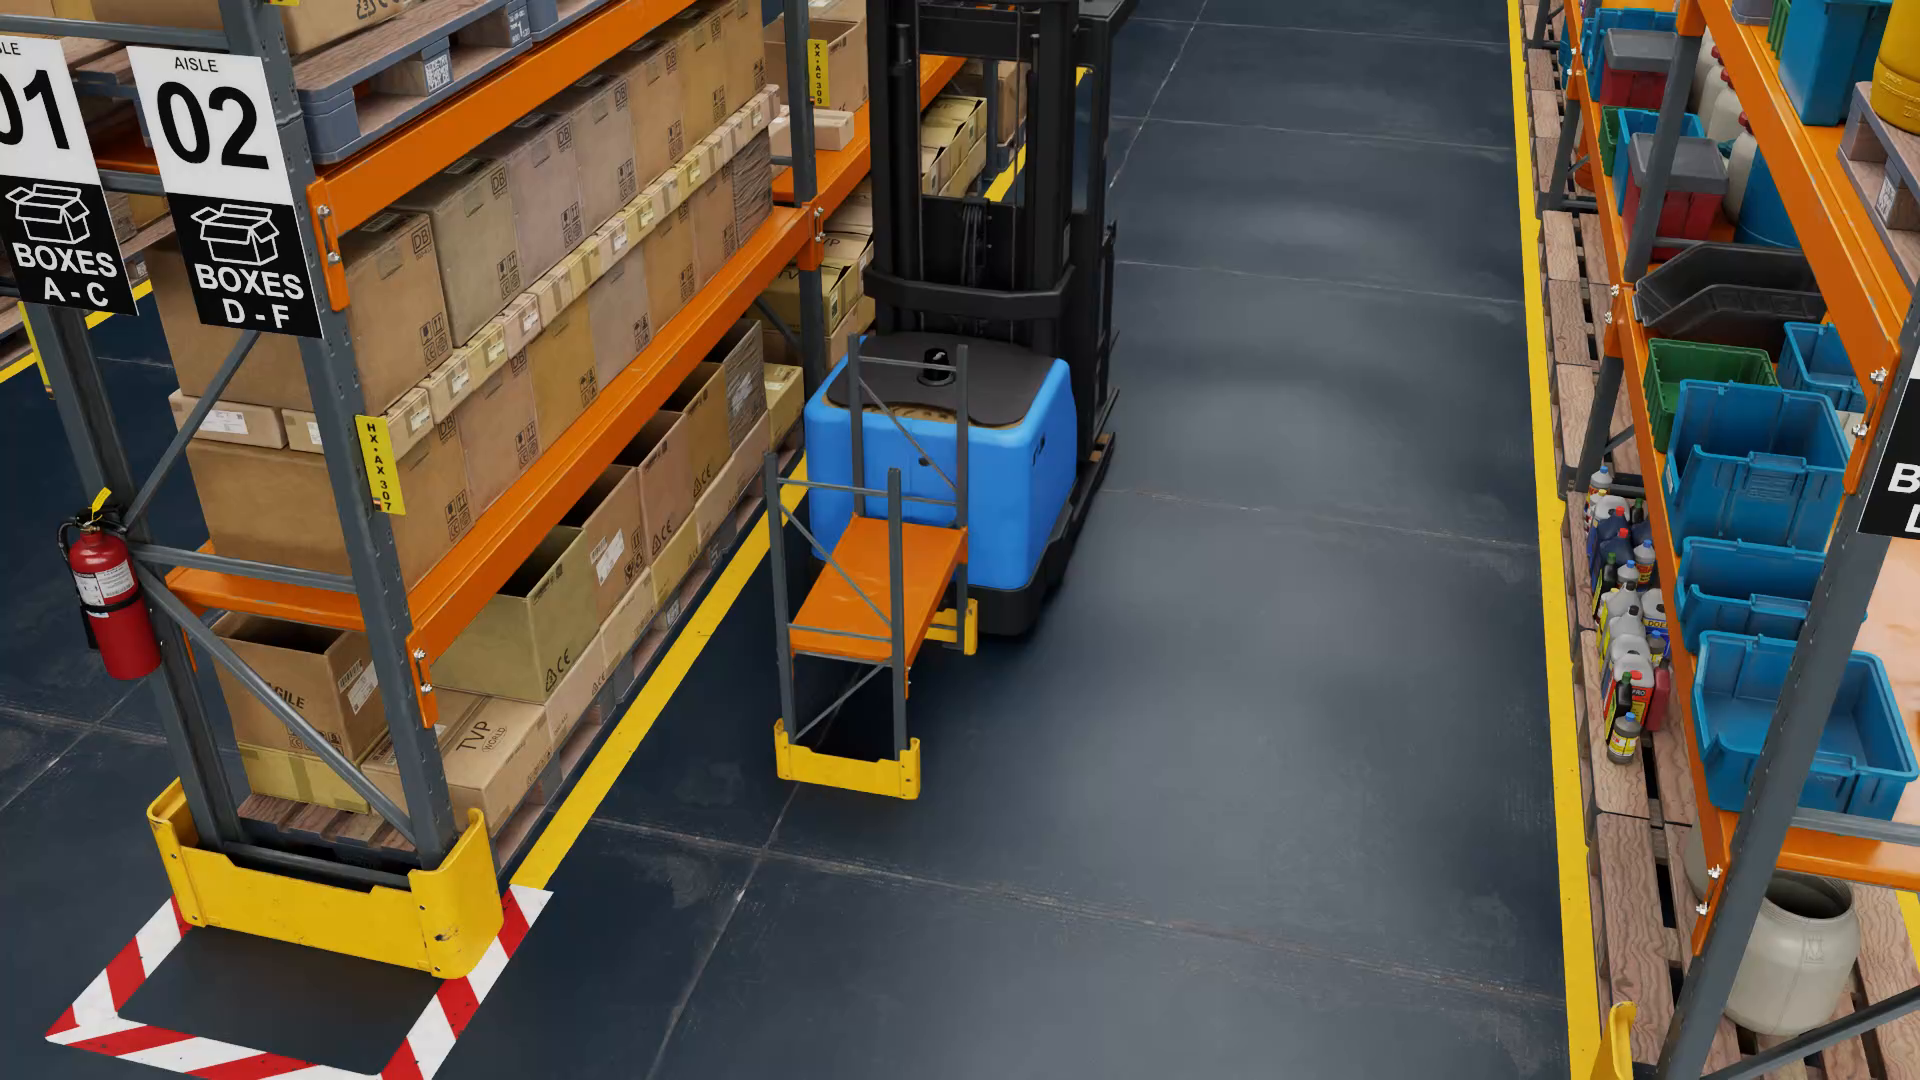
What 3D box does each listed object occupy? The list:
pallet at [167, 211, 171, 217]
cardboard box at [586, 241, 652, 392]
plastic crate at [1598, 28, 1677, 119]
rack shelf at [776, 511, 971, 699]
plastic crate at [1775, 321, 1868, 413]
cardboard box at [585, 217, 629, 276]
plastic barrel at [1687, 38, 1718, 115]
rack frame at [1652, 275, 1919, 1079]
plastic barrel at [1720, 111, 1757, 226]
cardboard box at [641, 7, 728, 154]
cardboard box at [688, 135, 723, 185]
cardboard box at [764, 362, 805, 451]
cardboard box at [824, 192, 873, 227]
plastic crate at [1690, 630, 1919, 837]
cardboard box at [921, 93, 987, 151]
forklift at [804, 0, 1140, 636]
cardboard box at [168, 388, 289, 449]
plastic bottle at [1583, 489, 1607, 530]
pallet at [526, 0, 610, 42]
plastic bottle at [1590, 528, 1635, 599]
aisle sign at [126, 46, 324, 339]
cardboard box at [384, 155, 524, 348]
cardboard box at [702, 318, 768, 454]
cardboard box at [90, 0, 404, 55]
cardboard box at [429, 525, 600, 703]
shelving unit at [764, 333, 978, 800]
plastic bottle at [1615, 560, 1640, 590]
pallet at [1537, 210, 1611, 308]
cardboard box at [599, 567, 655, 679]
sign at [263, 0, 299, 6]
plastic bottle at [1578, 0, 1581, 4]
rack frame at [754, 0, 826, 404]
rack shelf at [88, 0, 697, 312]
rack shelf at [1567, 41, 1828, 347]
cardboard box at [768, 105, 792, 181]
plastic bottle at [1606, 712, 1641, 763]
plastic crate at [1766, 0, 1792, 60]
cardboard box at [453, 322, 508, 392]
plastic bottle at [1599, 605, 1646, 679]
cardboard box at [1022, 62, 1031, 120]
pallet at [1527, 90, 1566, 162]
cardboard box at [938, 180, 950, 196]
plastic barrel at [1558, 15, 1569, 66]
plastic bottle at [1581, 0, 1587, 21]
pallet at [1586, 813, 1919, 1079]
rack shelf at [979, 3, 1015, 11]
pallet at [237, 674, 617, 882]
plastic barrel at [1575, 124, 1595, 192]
[{"bbox_3d":[-5.523,-2.510,12.002,1.003,0.211,1.213,8,33,12],"label":"pallet"},{"bbox_3d":[-1.728,-0.986,6.912,0.700,0.500,0.500,9,34,14],"label":"cardboard box"},{"bbox_3d":[3.865,-2.605,9.492,0.402,0.464,0.583,8,33,12],"label":"plastic crate"},{"bbox_3d":[-0.333,0.243,6.805,0.538,0.185,1.000,7,33,12],"label":"rack shelf"},{"bbox_3d":[3.538,-0.625,6.576,0.499,0.251,0.616,8,33,12],"label":"plastic crate"},{"bbox_3d":[-1.550,-1.188,6.624,0.380,0.149,0.250,8,33,13],"label":"cardboard box"},{"bbox_3d":[4.410,-2.640,9.503,0.421,0.512,0.421,0,32,0],"label":"plastic barrel"},{"bbox_3d":[2.544,0.777,4.232,0.949,2.616,0.053,8,33,12],"label":"rack frame"},{"bbox_3d":[4.011,-1.823,8.195,0.433,0.535,0.433,0,32,0],"label":"plastic barrel"},{"bbox_3d":[-1.468,-2.072,7.410,0.700,0.500,0.500,8,33,12],"label":"cardboard box"},{"bbox_3d":[-1.290,-1.720,7.462,0.380,0.149,0.250,8,33,12],"label":"cardboard box"},{"bbox_3d":[-1.140,-0.722,8.761,0.500,0.250,0.500,8,33,12],"label":"cardboard box"},{"bbox_3d":[-0.626,-1.937,10.150,0.500,0.311,0.500,7,33,11],"label":"cardboard box"},{"bbox_3d":[2.379,0.539,4.745,0.499,0.251,0.616,8,33,12],"label":"plastic crate"},{"bbox_3d":[-0.114,-2.999,11.821,0.500,0.311,0.500,9,34,14],"label":"cardboard box"},{"bbox_3d":[0.201,-1.592,8.022,1.130,2.935,3.031,9,33,13],"label":"forklift"},{"bbox_3d":[-2.337,-0.440,5.448,0.380,0.149,0.250,7,33,12],"label":"cardboard box"},{"bbox_3d":[3.025,-0.145,7.881,0.097,0.201,0.097,0,32,0],"label":"plastic bottle"},{"bbox_3d":[-1.737,-2.127,6.086,1.003,0.211,1.213,8,33,12],"label":"pallet"},{"bbox_3d":[2.902,0.093,7.366,0.144,0.351,0.185,7,33,10],"label":"plastic bottle"},{"bbox_3d":[-1.970,-0.921,4.480,0.394,0.787,0.004,8,33,12],"label":"aisle sign"},{"bbox_3d":[-1.977,-1.031,5.773,0.700,0.500,0.500,7,33,11],"label":"cardboard box"},{"bbox_3d":[-1.279,-0.780,8.154,0.500,0.500,0.500,8,33,12],"label":"cardboard box"},{"bbox_3d":[-2.099,-1.743,4.782,0.797,0.503,0.637,10,34,16],"label":"cardboard box"},{"bbox_3d":[-1.773,0.259,6.519,0.500,0.500,0.500,8,33,12],"label":"cardboard box"},{"bbox_3d":[-0.331,0.087,6.716,0.587,1.500,1.083,7,33,12],"label":"shelving unit"},{"bbox_3d":[2.901,0.208,7.259,0.097,0.271,0.097,0,32,0],"label":"plastic bottle"},{"bbox_3d":[4.337,-1.801,10.887,1.003,0.211,1.213,8,33,12],"label":"pallet"},{"bbox_3d":[-1.647,0.316,7.128,0.500,0.250,0.500,8,33,12],"label":"cardboard box"},{"bbox_3d":[-1.714,-1.489,4.112,0.100,0.325,0.005,8,33,12],"label":"sign"},{"bbox_3d":[4.441,-3.888,11.755,0.097,0.201,0.097,0,32,0],"label":"plastic bottle"},{"bbox_3d":[-1.234,-1.975,8.561,1.000,3.000,0.127,8,33,12],"label":"rack frame"},{"bbox_3d":[-1.742,-1.900,6.317,1.077,0.370,4.000,8,33,12],"label":"rack shelf"},{"bbox_3d":[4.064,-2.033,9.323,1.077,0.370,4.000,8,33,12],"label":"rack shelf"},{"bbox_3d":[-1.151,-2.174,9.013,0.500,0.250,0.500,10,34,15],"label":"cardboard box"},{"bbox_3d":[2.583,0.759,6.458,0.097,0.201,0.097,0,32,0],"label":"plastic bottle"},{"bbox_3d":[2.892,-1.694,5.520,0.336,0.188,0.450,8,33,12],"label":"plastic crate"},{"bbox_3d":[-1.812,-0.657,5.789,0.380,0.149,0.250,8,33,13],"label":"cardboard box"},{"bbox_3d":[2.747,0.411,6.867,0.144,0.351,0.185,9,34,14],"label":"plastic bottle"},{"bbox_3d":[0.300,-3.652,13.118,0.500,0.500,0.500,7,33,11],"label":"cardboard box"},{"bbox_3d":[5.043,-3.244,13.156,1.003,0.211,1.213,8,33,12],"label":"pallet"},{"bbox_3d":[-0.375,-2.233,11.138,0.500,0.250,0.500,9,33,13],"label":"cardboard box"},{"bbox_3d":[5.432,-4.462,14.038,0.600,0.901,0.708,8,33,12],"label":"plastic barrel"},{"bbox_3d":[4.320,-3.713,11.404,0.061,0.283,0.133,8,33,12],"label":"plastic bottle"},{"bbox_3d":[2.726,1.487,5.715,1.003,0.211,1.213,8,33,12],"label":"pallet"},{"bbox_3d":[0.289,-4.785,13.652,1.077,0.370,4.000,8,33,12],"label":"rack shelf"},{"bbox_3d":[-2.096,0.874,6.678,1.003,0.211,1.213,8,33,12],"label":"pallet"},{"bbox_3d":[4.679,-2.892,11.635,0.600,0.830,0.708,8,33,12],"label":"plastic barrel"}]
